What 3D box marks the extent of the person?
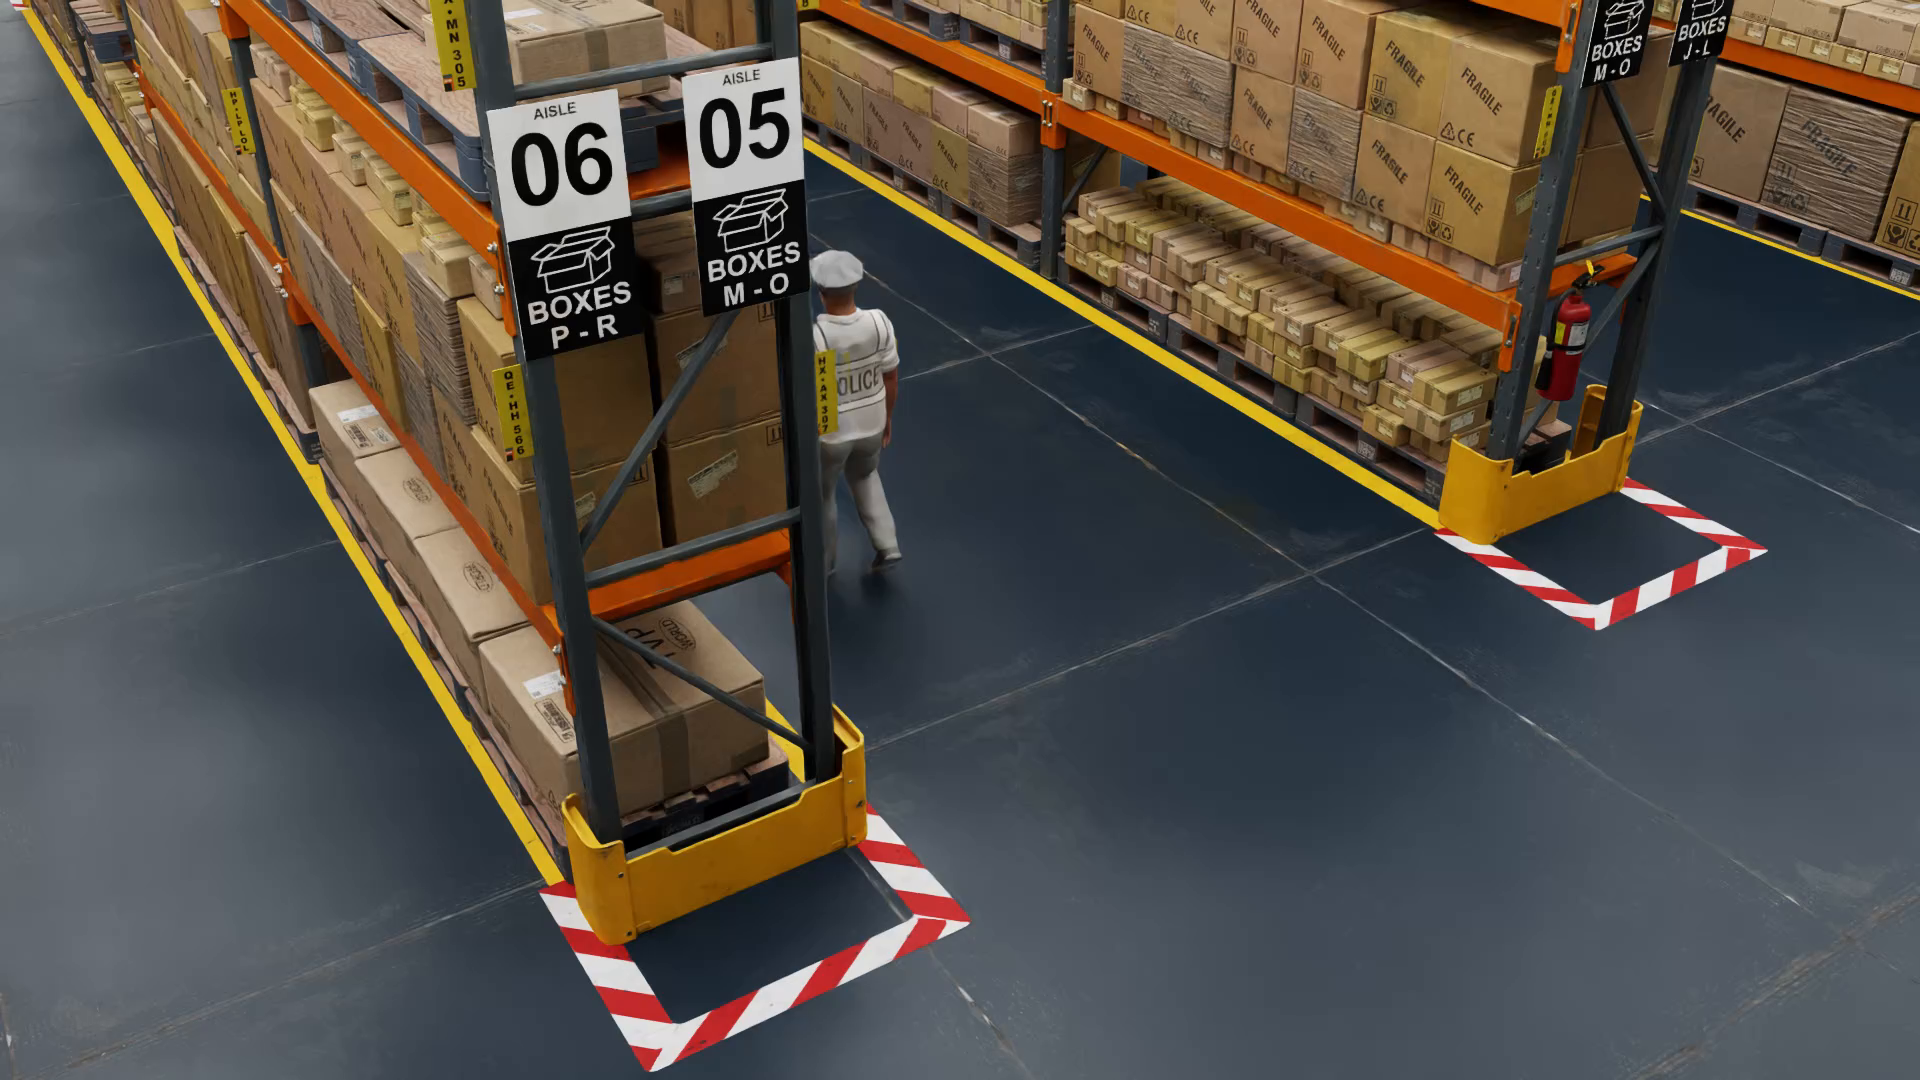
[{"bbox_3d":[-0.600,-0.572,8.001,0.560,1.764,0.624,-19,37,-27],"label":"person"}]
